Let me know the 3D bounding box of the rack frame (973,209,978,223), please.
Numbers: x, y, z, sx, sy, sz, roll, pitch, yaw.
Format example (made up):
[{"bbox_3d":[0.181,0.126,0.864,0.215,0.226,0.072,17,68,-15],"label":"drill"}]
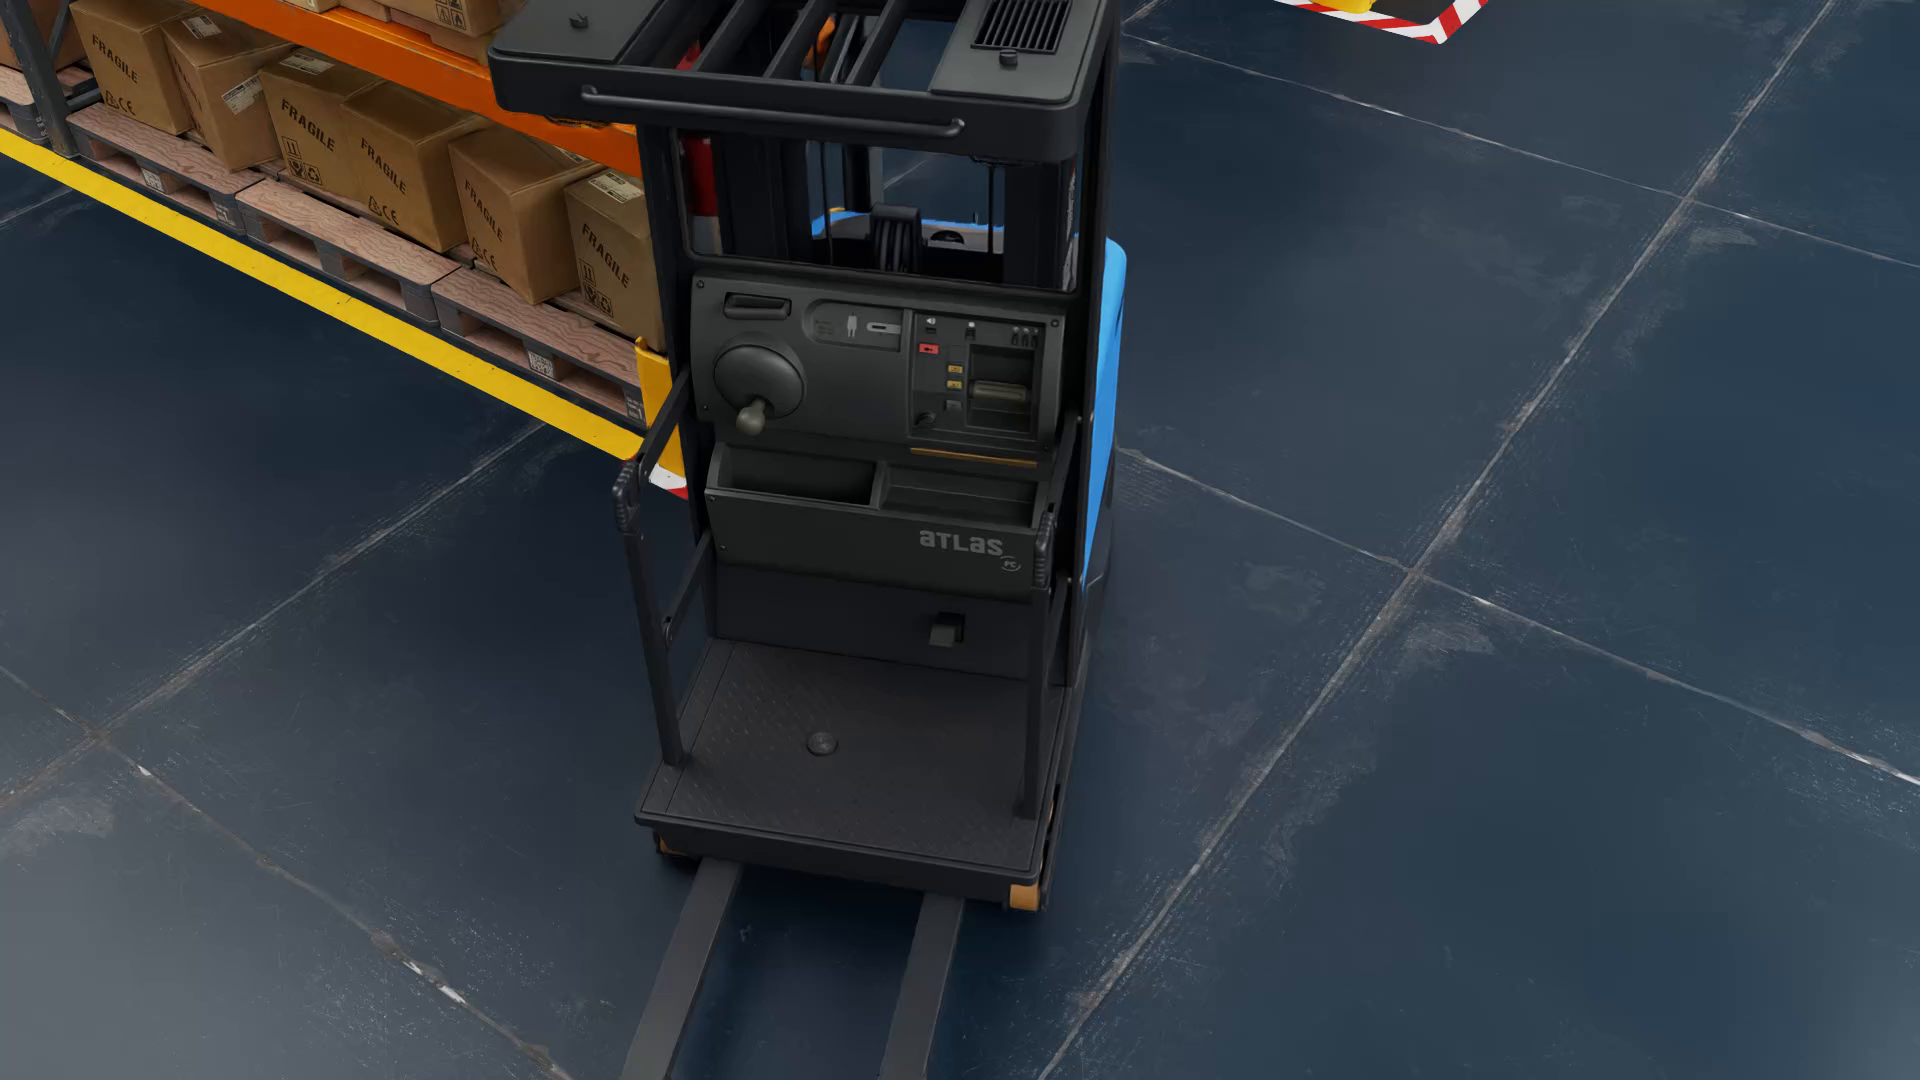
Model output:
[{"bbox_3d":[-0.003,-0.721,5.881,0.006,0.900,0.240,22,46,22],"label":"rack frame"}]

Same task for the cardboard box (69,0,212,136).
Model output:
[{"bbox_3d":[-3.586,-2.222,7.543,0.500,0.500,0.500,24,47,24],"label":"cardboard box"}]

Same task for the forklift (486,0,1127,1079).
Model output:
[{"bbox_3d":[-0.248,-0.340,3.931,1.130,2.935,3.031,7,42,8],"label":"forklift"}]

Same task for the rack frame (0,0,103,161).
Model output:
[{"bbox_3d":[-3.890,-3.172,7.045,0.127,3.000,1.000,25,48,25],"label":"rack frame"}]

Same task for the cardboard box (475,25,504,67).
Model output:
[{"bbox_3d":[-1.406,-1.707,5.596,0.250,0.149,0.380,25,48,25],"label":"cardboard box"}]

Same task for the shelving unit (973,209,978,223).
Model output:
[{"bbox_3d":[0.085,-0.686,5.842,0.210,0.900,0.258,22,46,22],"label":"shelving unit"}]

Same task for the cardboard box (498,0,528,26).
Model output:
[{"bbox_3d":[-1.050,-2.014,5.453,0.500,0.500,0.875,25,48,25],"label":"cardboard box"}]

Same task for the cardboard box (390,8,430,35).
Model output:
[{"bbox_3d":[-1.782,-1.929,5.845,0.250,0.149,0.380,25,48,25],"label":"cardboard box"}]

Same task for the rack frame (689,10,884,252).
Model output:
[{"bbox_3d":[-0.615,-1.640,5.333,0.127,3.000,1.000,25,48,25],"label":"rack frame"}]

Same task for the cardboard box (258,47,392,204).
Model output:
[{"bbox_3d":[-2.559,-1.812,7.085,0.500,0.500,0.500,21,46,22],"label":"cardboard box"}]

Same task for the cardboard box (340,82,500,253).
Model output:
[{"bbox_3d":[-2.128,-1.574,6.819,0.500,0.500,0.500,30,50,29],"label":"cardboard box"}]

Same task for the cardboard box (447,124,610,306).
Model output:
[{"bbox_3d":[-1.626,-1.323,6.539,0.500,0.500,0.500,-29,49,-28],"label":"cardboard box"}]

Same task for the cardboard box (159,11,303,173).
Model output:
[{"bbox_3d":[-3.112,-2.006,7.303,0.500,0.500,0.500,-26,48,-26],"label":"cardboard box"}]

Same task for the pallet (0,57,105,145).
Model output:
[{"bbox_3d":[-4.528,-2.430,8.307,1.213,0.211,1.003,25,48,25],"label":"pallet"}]

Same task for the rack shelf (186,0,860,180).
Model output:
[{"bbox_3d":[-2.253,-2.138,6.429,4.000,0.370,1.077,25,48,25],"label":"rack shelf"}]

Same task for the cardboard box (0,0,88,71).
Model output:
[{"bbox_3d":[-4.380,-2.651,8.008,0.500,0.500,0.700,22,46,22],"label":"cardboard box"}]

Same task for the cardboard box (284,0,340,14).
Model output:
[{"bbox_3d":[-2.255,-2.060,5.991,0.250,0.149,0.380,25,48,25],"label":"cardboard box"}]

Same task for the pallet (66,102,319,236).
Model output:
[{"bbox_3d":[-3.320,-1.895,7.709,1.213,0.211,1.003,25,48,25],"label":"pallet"}]

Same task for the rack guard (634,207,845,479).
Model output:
[{"bbox_3d":[-0.677,-0.738,6.199,0.348,0.500,1.175,25,48,25],"label":"rack guard"}]

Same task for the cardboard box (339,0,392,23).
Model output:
[{"bbox_3d":[-2.000,-2.013,5.938,0.250,0.149,0.380,25,48,25],"label":"cardboard box"}]

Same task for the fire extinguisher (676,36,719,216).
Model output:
[{"bbox_3d":[-0.786,-1.316,5.029,0.183,0.674,0.296,25,48,25],"label":"fire extinguisher"}]

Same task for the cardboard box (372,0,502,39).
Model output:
[{"bbox_3d":[-1.528,-2.140,5.594,0.500,0.500,0.875,25,48,25],"label":"cardboard box"}]

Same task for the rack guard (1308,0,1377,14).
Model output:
[{"bbox_3d":[2.335,-3.369,9.140,0.348,0.500,1.175,25,48,25],"label":"rack guard"}]

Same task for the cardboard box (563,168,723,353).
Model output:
[{"bbox_3d":[-1.117,-1.113,6.304,0.500,0.500,0.500,-33,51,-31],"label":"cardboard box"}]

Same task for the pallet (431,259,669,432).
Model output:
[{"bbox_3d":[-1.322,-0.960,6.665,1.213,0.211,1.003,25,48,25],"label":"pallet"}]

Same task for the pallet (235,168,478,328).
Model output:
[{"bbox_3d":[-2.317,-1.428,7.187,1.213,0.211,1.003,25,48,25],"label":"pallet"}]

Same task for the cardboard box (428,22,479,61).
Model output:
[{"bbox_3d":[-1.601,-1.811,5.713,0.250,0.149,0.380,25,48,25],"label":"cardboard box"}]
